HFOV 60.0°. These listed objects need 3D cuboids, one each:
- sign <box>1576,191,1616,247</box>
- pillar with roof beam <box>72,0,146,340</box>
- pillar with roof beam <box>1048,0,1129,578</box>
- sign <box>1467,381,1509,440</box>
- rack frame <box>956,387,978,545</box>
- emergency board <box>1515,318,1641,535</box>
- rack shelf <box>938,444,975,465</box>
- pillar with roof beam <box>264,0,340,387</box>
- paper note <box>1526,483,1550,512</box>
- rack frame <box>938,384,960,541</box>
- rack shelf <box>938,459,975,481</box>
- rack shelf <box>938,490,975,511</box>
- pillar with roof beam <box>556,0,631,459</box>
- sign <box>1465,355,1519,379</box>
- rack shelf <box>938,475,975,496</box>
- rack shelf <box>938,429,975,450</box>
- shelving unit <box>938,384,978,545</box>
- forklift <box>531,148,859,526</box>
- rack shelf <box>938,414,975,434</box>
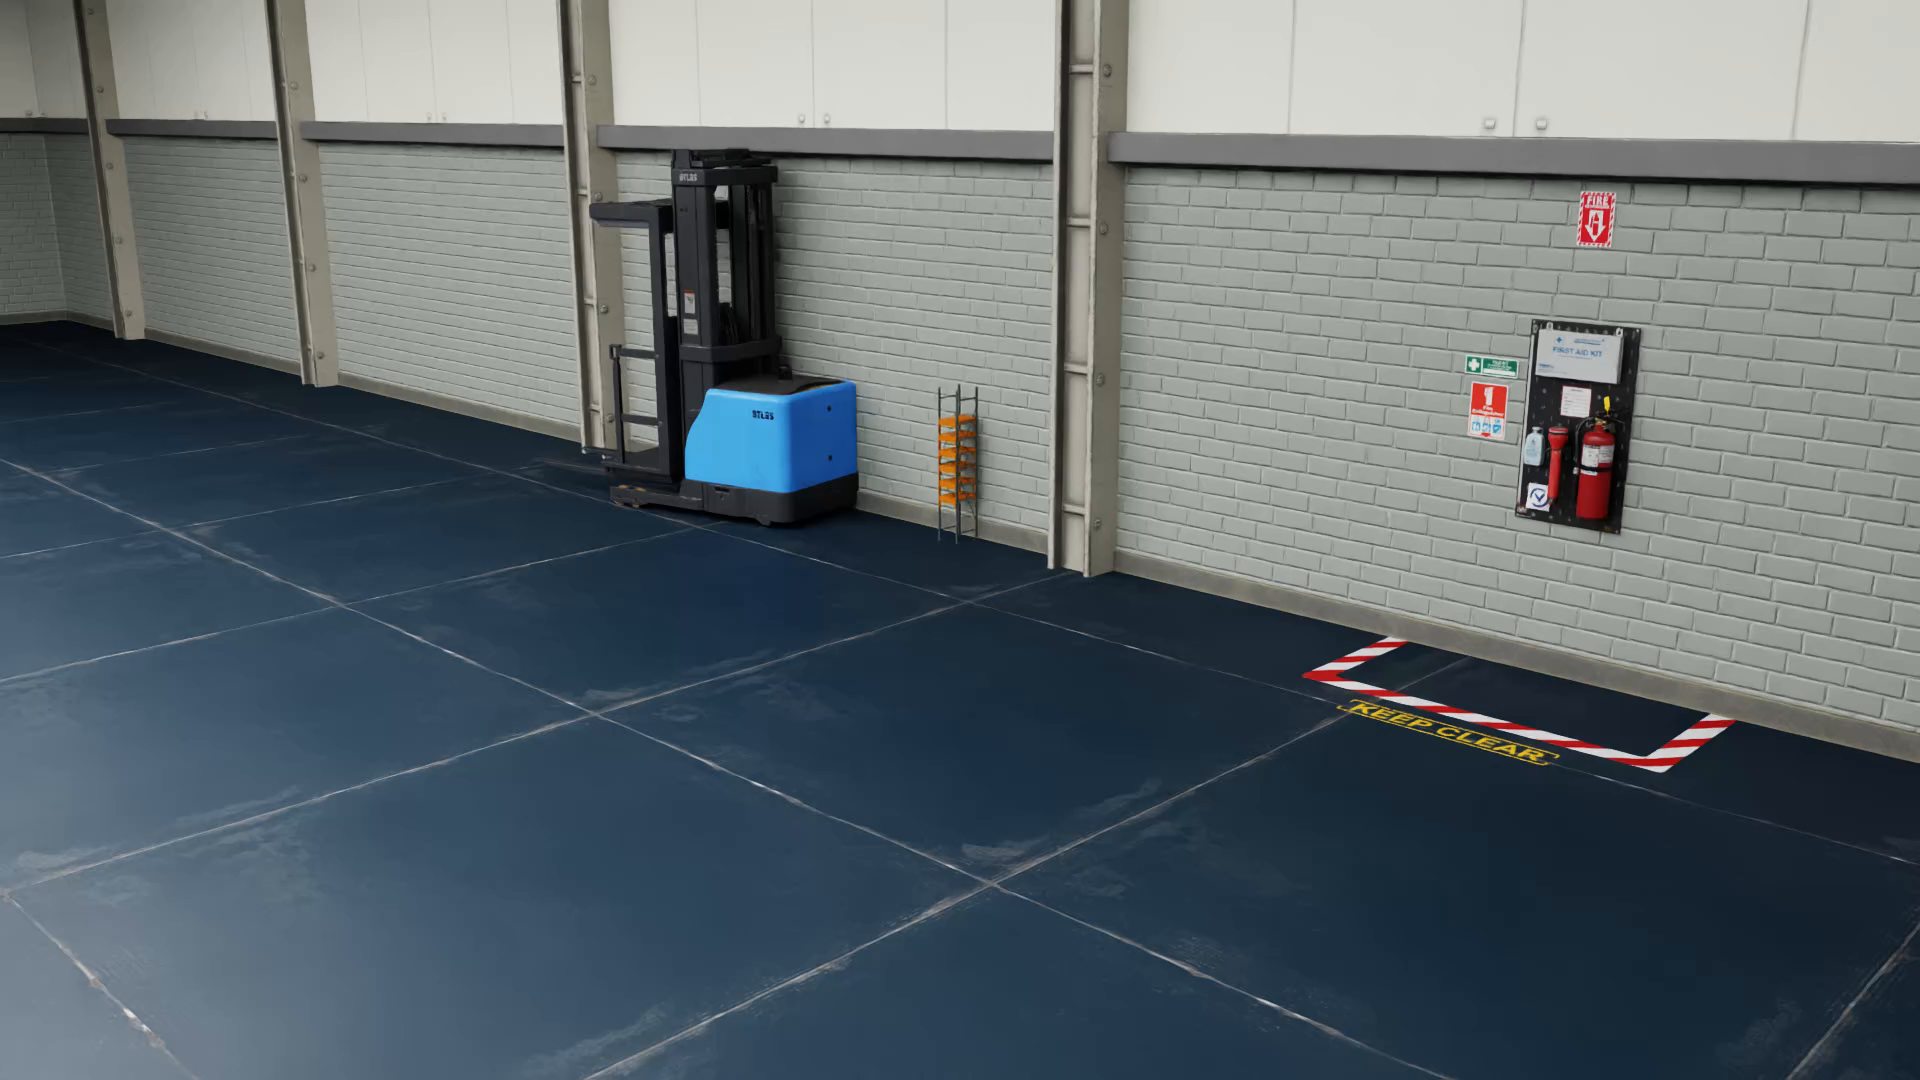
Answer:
[{"bbox_3d":[3.516,-1.774,9.194,0.199,0.298,0.001,14,20,42],"label":"sign"},{"bbox_3d":[-15.060,-6.515,20.090,0.400,9.000,9.100,14,20,42],"label":"pillar with roof beam"},{"bbox_3d":[-2.102,-3.365,8.000,0.400,9.000,9.100,14,20,42],"label":"pillar with roof beam"},{"bbox_3d":[3.127,-0.766,9.850,0.234,0.329,0.001,14,20,42],"label":"sign"},{"bbox_3d":[0.052,-0.565,12.722,0.006,1.200,0.240,13,20,41],"label":"rack frame"},{"bbox_3d":[3.453,-0.633,9.411,0.643,1.169,0.194,14,20,42],"label":"emergency board"},{"bbox_3d":[-0.015,-0.654,12.764,0.180,0.103,0.258,13,20,41],"label":"rack shelf"},{"bbox_3d":[-10.740,-5.465,16.060,0.400,9.000,9.100,14,20,42],"label":"pillar with roof beam"},{"bbox_3d":[3.374,-0.250,9.690,0.142,0.148,0.016,14,20,42],"label":"paper note"},{"bbox_3d":[-0.082,-0.597,12.843,0.006,1.200,0.240,13,20,41],"label":"rack frame"},{"bbox_3d":[-0.015,-0.538,12.794,0.180,0.103,0.258,13,20,41],"label":"rack shelf"},{"bbox_3d":[-0.015,-0.306,12.854,0.180,0.103,0.258,13,20,41],"label":"rack shelf"},{"bbox_3d":[-6.421,-4.415,12.030,0.400,9.000,9.100,14,20,42],"label":"pillar with roof beam"},{"bbox_3d":[3.124,-1.020,9.774,0.331,0.109,0.001,14,20,42],"label":"sign"},{"bbox_3d":[-0.015,-0.422,12.824,0.180,0.103,0.258,13,20,41],"label":"rack shelf"},{"bbox_3d":[-0.015,-0.770,12.733,0.180,0.103,0.258,13,20,41],"label":"rack shelf"},{"bbox_3d":[-0.015,-0.581,12.783,0.189,1.200,0.258,13,20,41],"label":"shelving unit"},{"bbox_3d":[-2.363,-1.790,13.991,3.031,2.935,1.130,9,17,31],"label":"forklift"},{"bbox_3d":[-0.015,-0.887,12.703,0.180,0.103,0.258,13,20,41],"label":"rack shelf"}]
